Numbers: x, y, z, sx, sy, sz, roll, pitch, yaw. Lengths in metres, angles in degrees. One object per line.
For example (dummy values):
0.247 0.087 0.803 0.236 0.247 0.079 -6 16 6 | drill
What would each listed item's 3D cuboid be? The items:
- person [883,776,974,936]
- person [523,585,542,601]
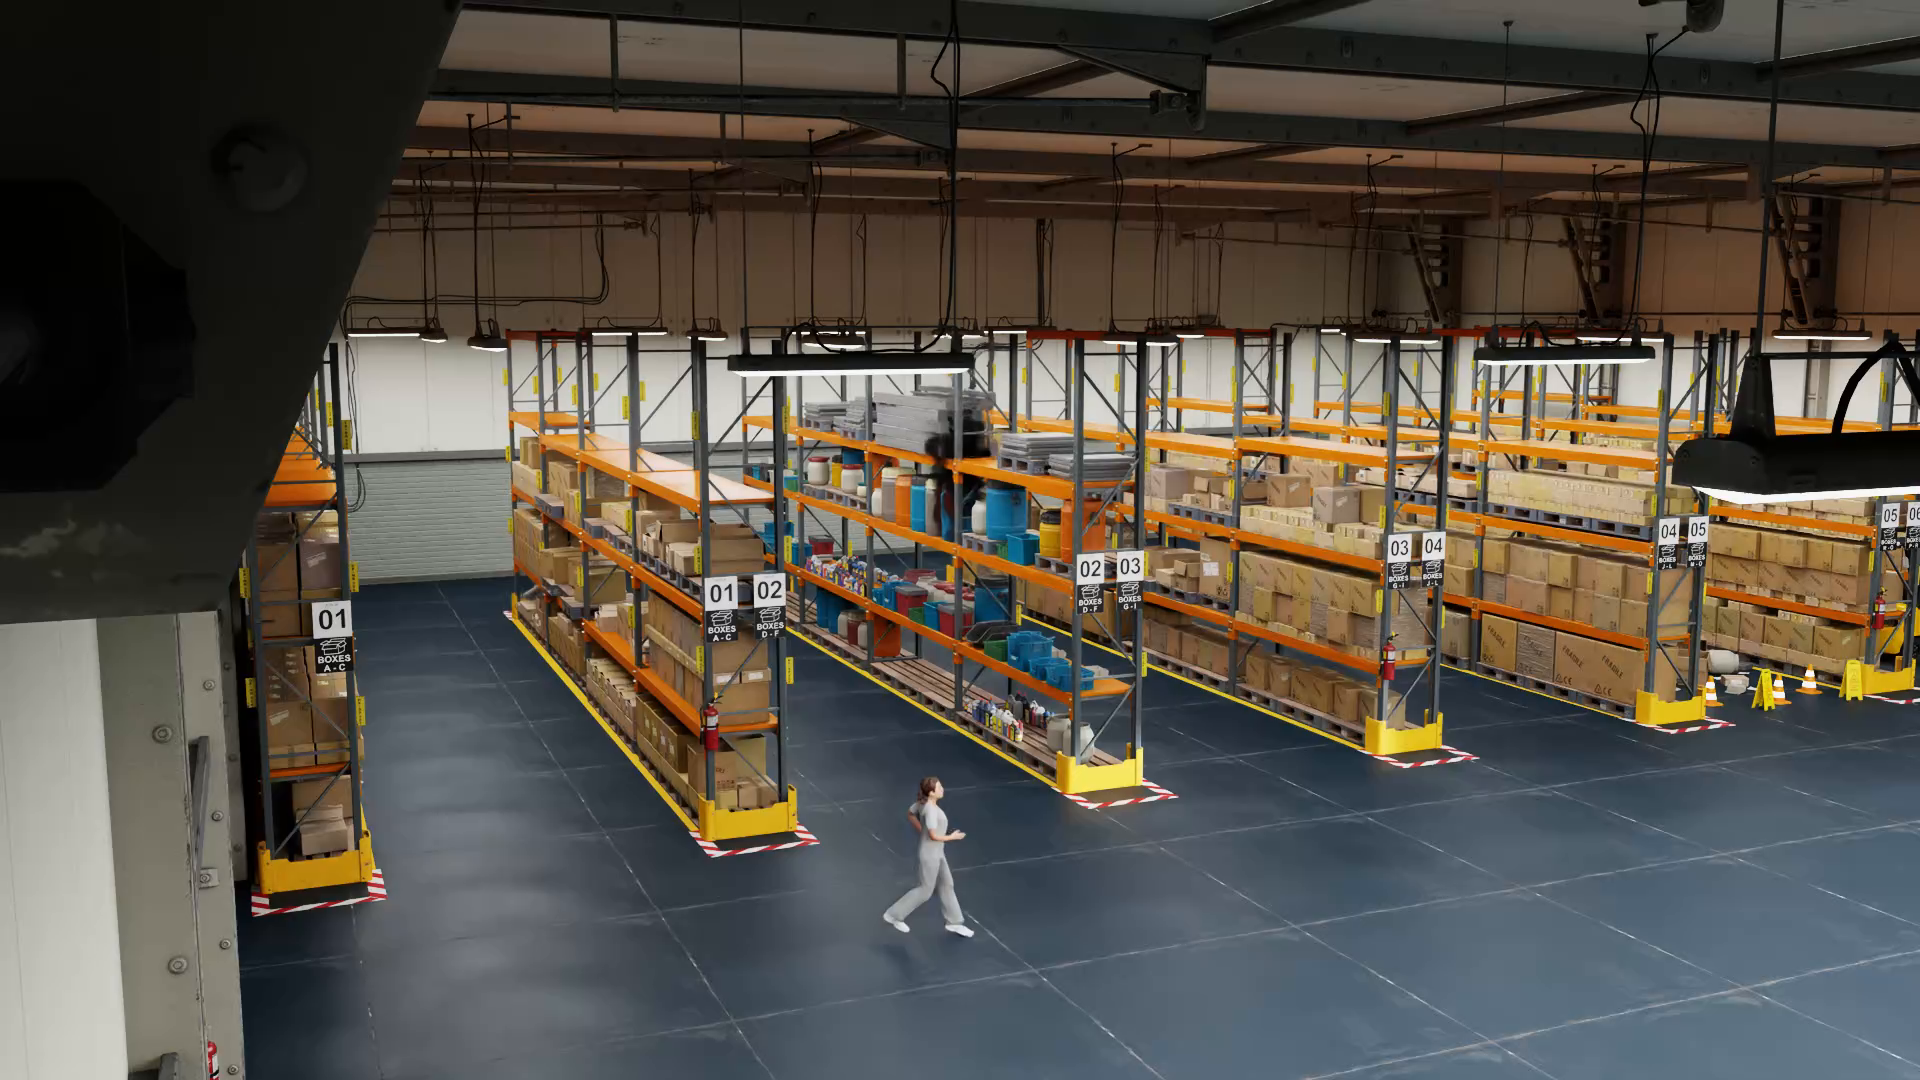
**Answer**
-0.318 3.218 16.845 0.929 1.698 0.584 -1 8 -4 | person
-9.029 0.604 35.895 0.838 1.700 0.688 -2 8 -15 | person
